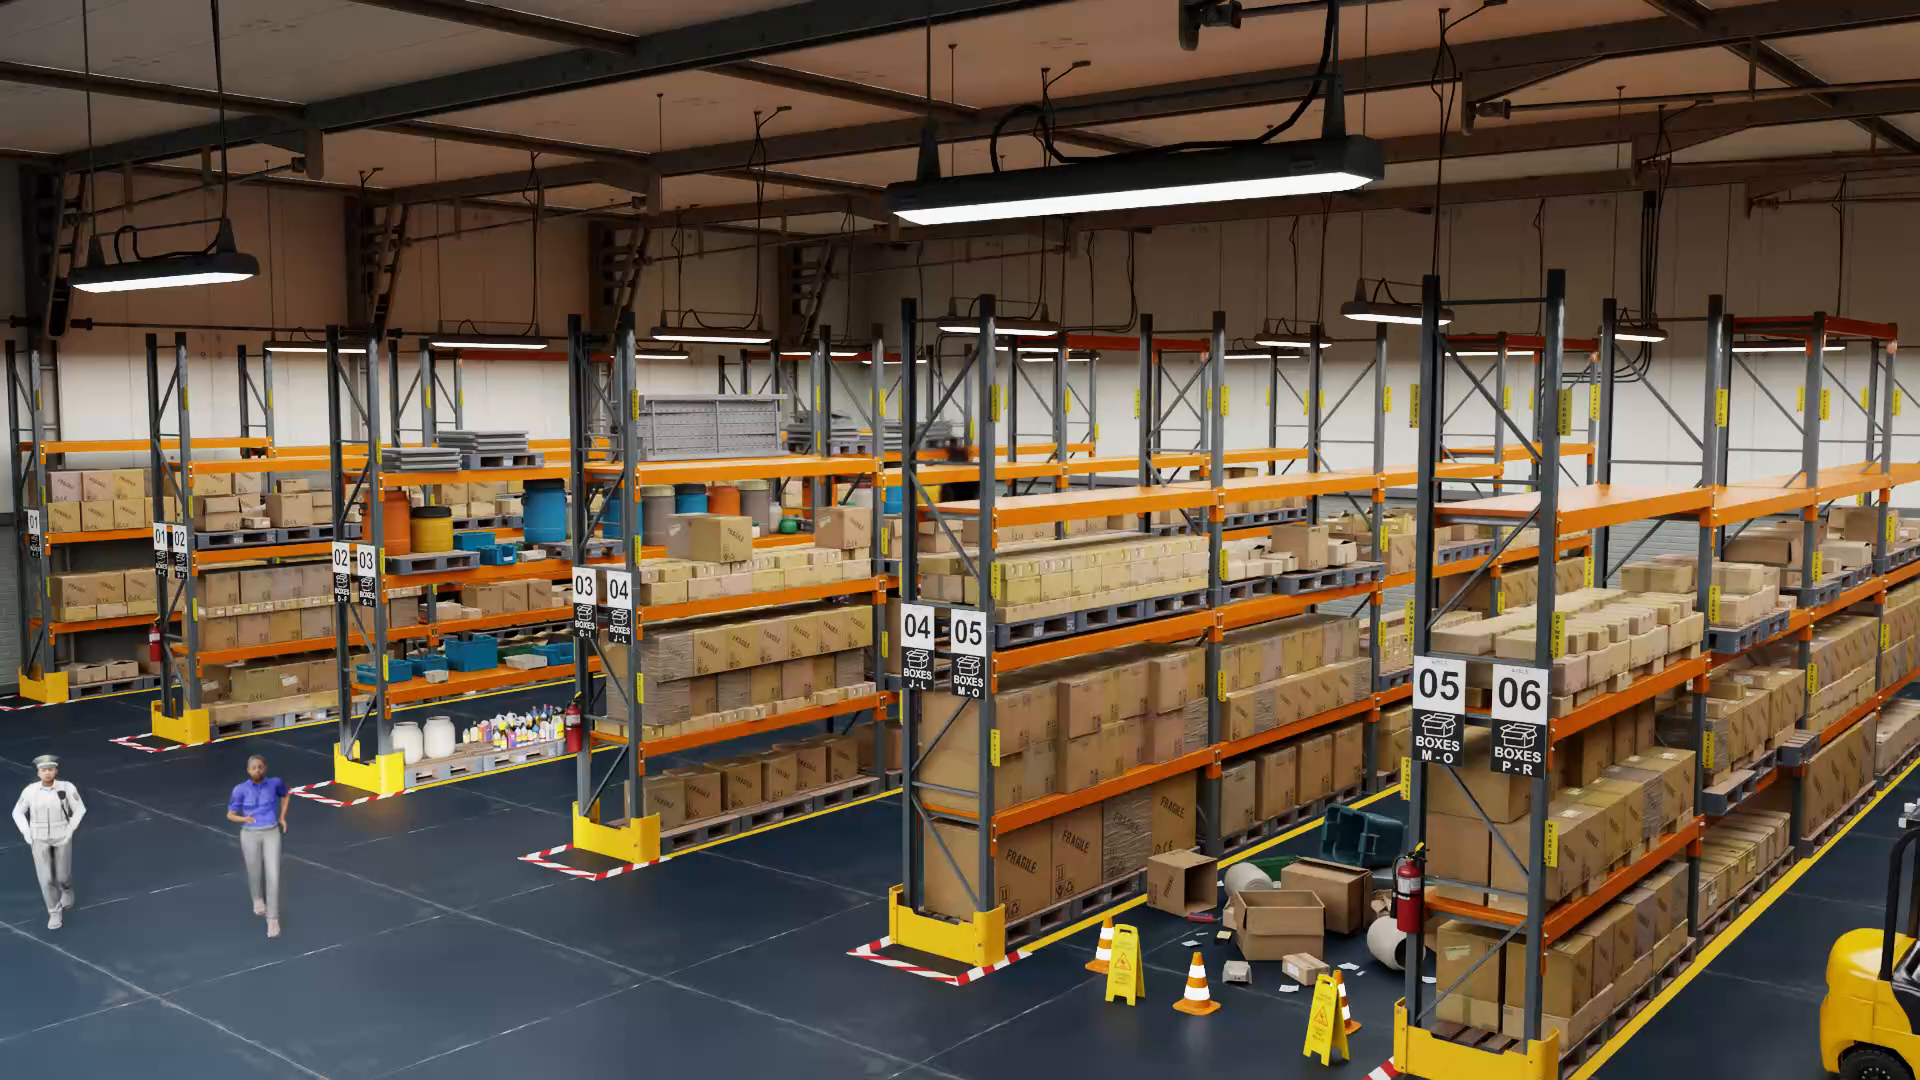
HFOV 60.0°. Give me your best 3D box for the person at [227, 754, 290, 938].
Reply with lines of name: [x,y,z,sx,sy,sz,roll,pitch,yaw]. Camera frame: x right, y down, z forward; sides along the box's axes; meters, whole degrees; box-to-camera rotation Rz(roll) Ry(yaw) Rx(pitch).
person: [-6.737,2.899,16.009,0.570,1.701,0.862,-2,6,-24]

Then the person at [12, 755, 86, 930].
person: [-8.829,2.890,16.137,0.628,1.673,0.566,-2,6,-24]
